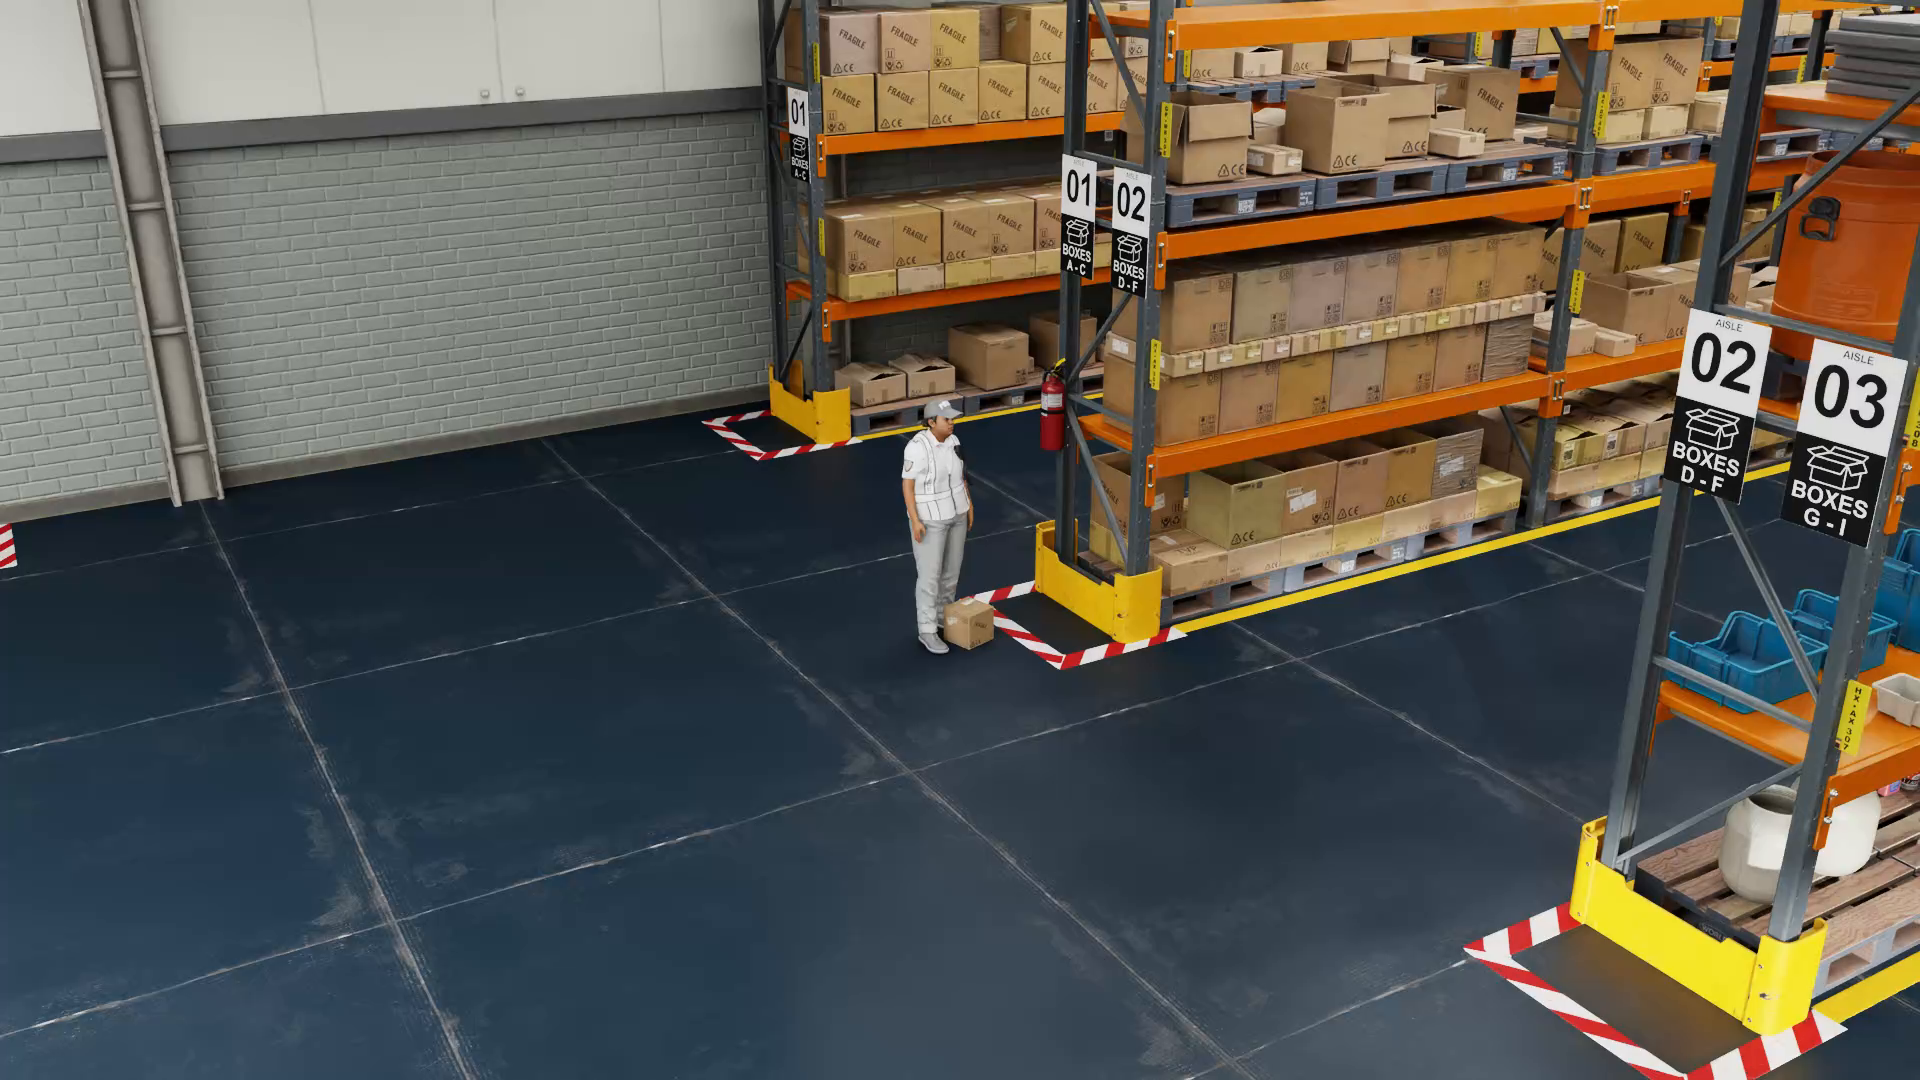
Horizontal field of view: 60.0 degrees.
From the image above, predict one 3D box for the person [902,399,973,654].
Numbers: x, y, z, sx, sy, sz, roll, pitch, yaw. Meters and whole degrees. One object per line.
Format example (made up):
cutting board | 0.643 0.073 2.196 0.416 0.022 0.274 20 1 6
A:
person | -0.103 -0.128 11.372 0.597 1.670 0.529 -20 29 -40
